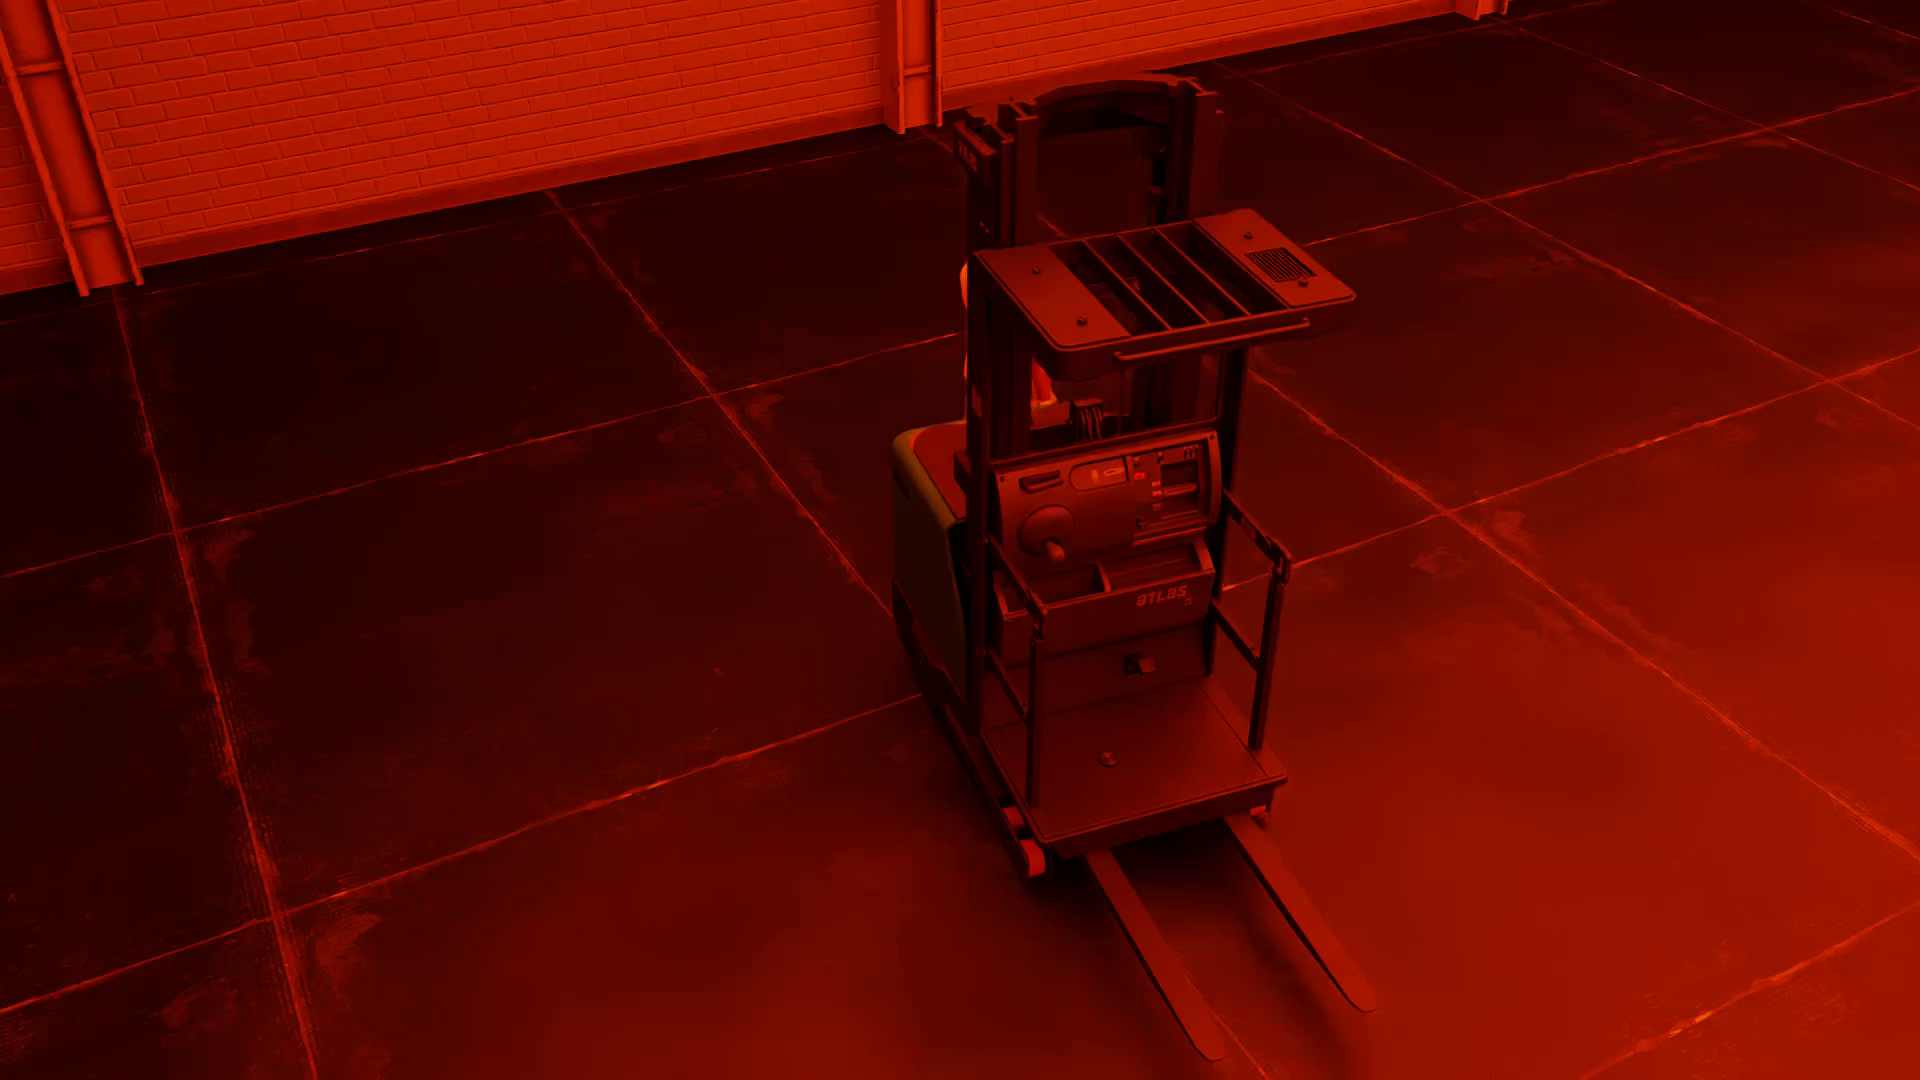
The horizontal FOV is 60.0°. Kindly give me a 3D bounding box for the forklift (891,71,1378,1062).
[{"bbox_3d":[0.657,-0.103,6.269,1.130,2.935,3.031,-12,37,-16],"label":"forklift"}]

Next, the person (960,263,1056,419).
[{"bbox_3d":[0.346,-0.868,8.391,0.932,1.728,0.733,-29,44,-34],"label":"person"}]
